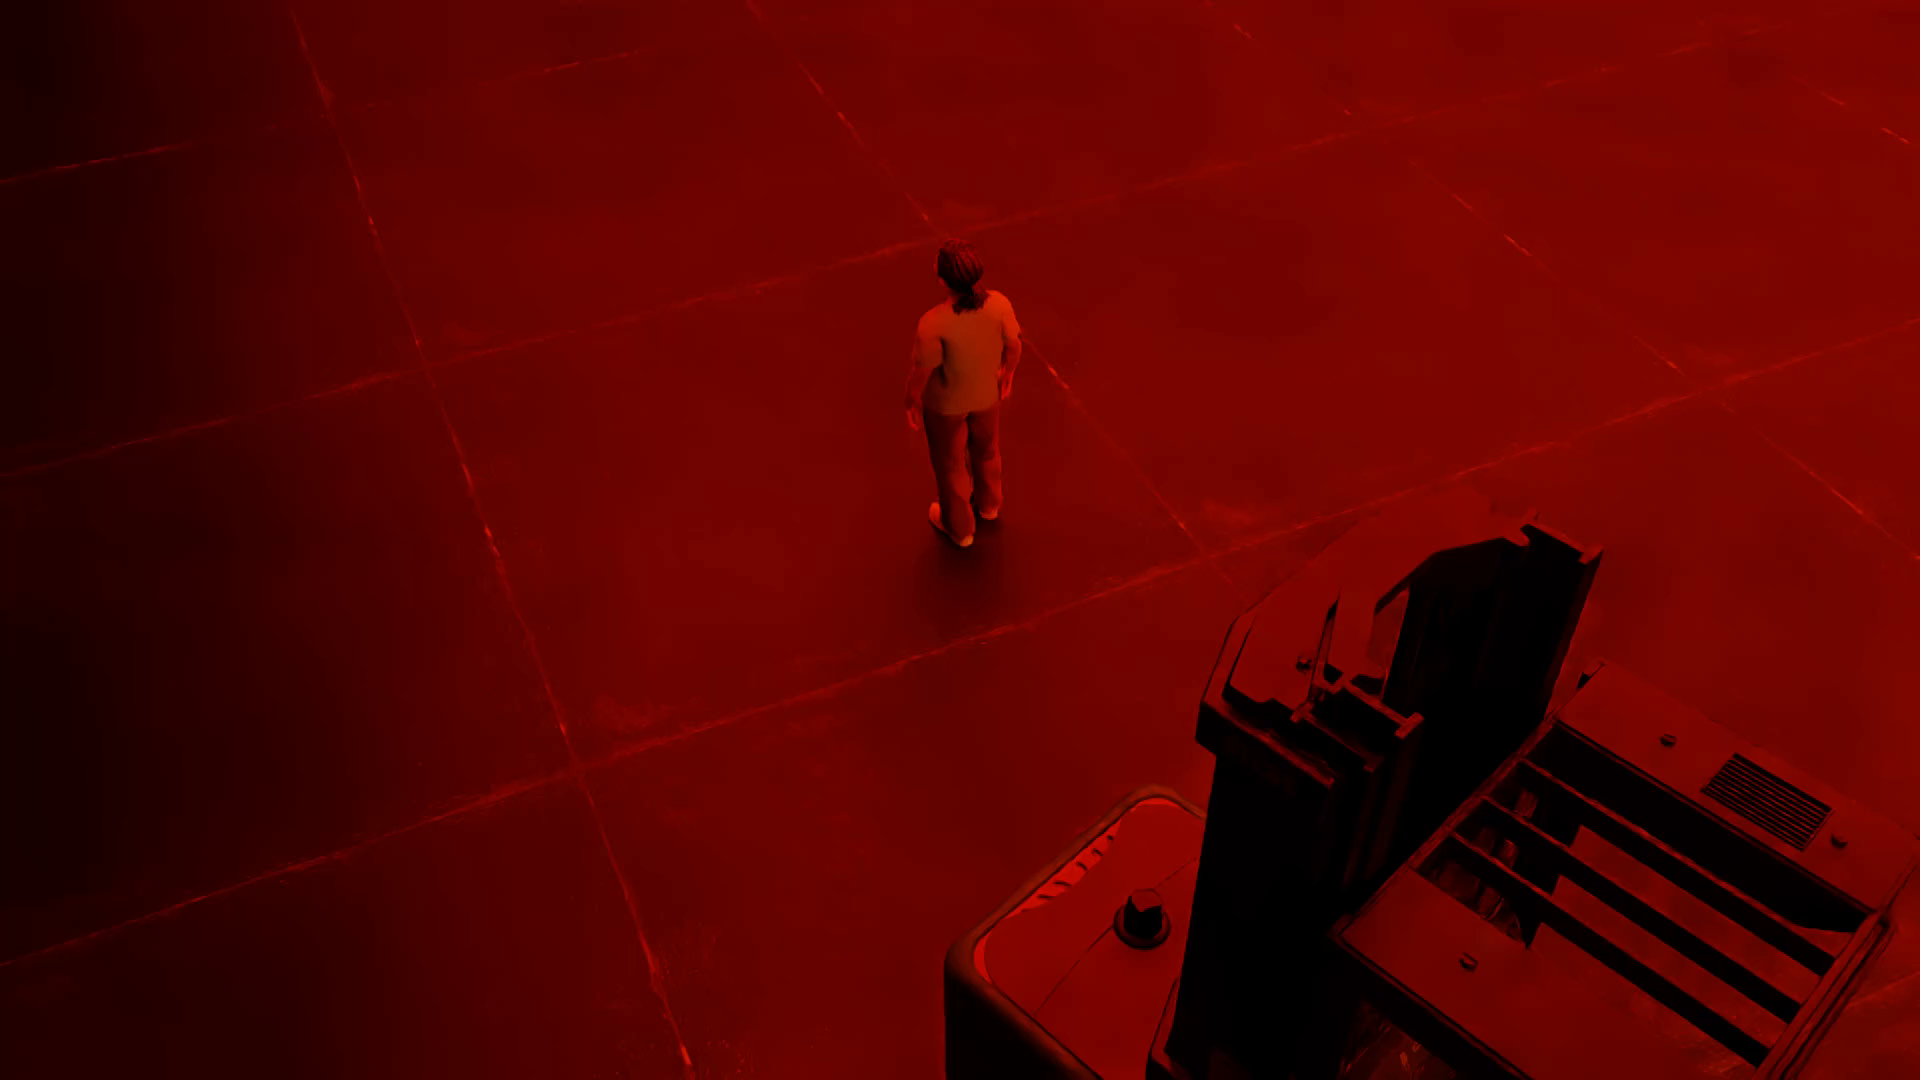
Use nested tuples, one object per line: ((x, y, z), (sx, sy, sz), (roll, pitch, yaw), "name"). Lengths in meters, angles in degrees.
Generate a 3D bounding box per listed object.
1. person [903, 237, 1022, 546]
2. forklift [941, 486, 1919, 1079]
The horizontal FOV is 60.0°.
((-0.021, -0.667, 7.304), (0.554, 1.674, 0.548), (-18, 46, -18), "person")
((1.331, 1.427, 4.151), (1.130, 2.935, 3.031), (-34, 53, -31), "forklift")
